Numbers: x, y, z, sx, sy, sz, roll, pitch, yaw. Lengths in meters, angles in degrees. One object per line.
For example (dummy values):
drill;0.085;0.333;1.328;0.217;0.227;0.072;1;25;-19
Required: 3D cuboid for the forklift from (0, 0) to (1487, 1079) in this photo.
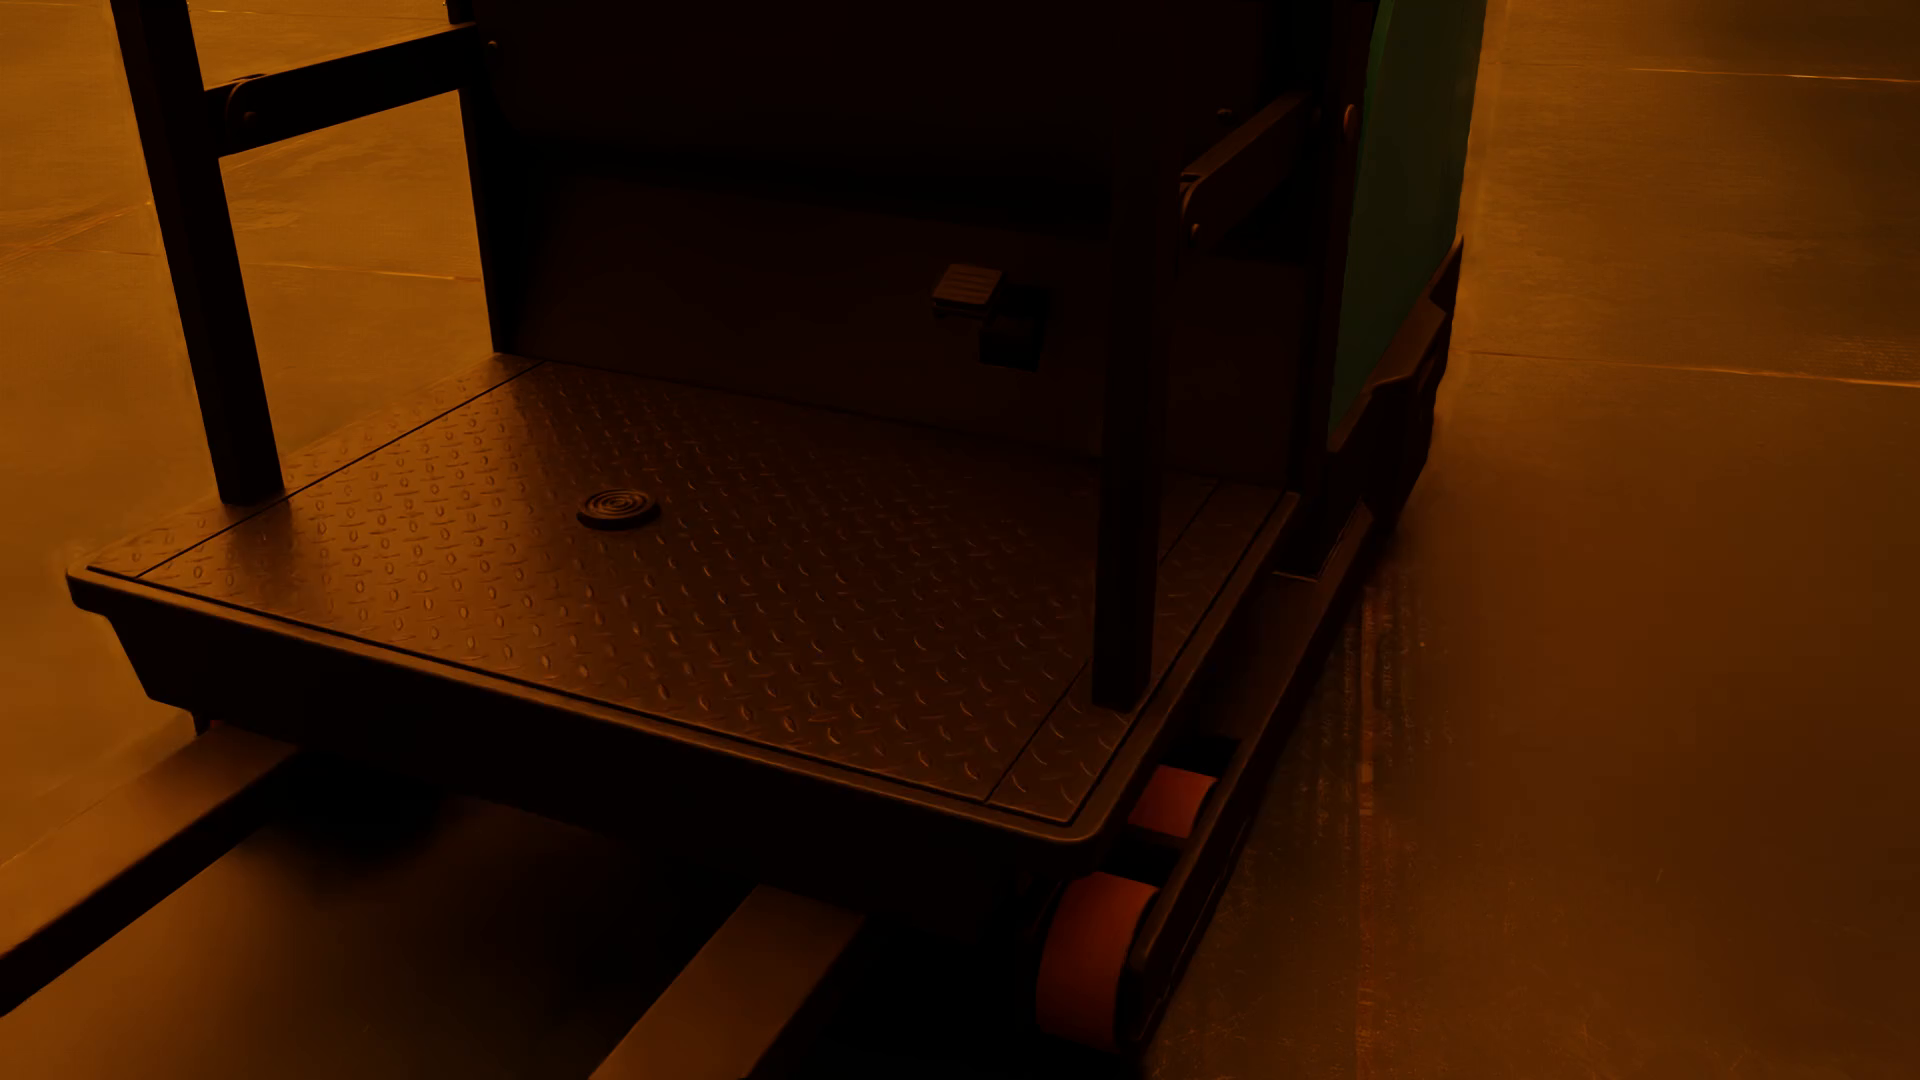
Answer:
forklift;-0.205;-1.053;1.334;1.130;2.935;3.031;11;29;21
